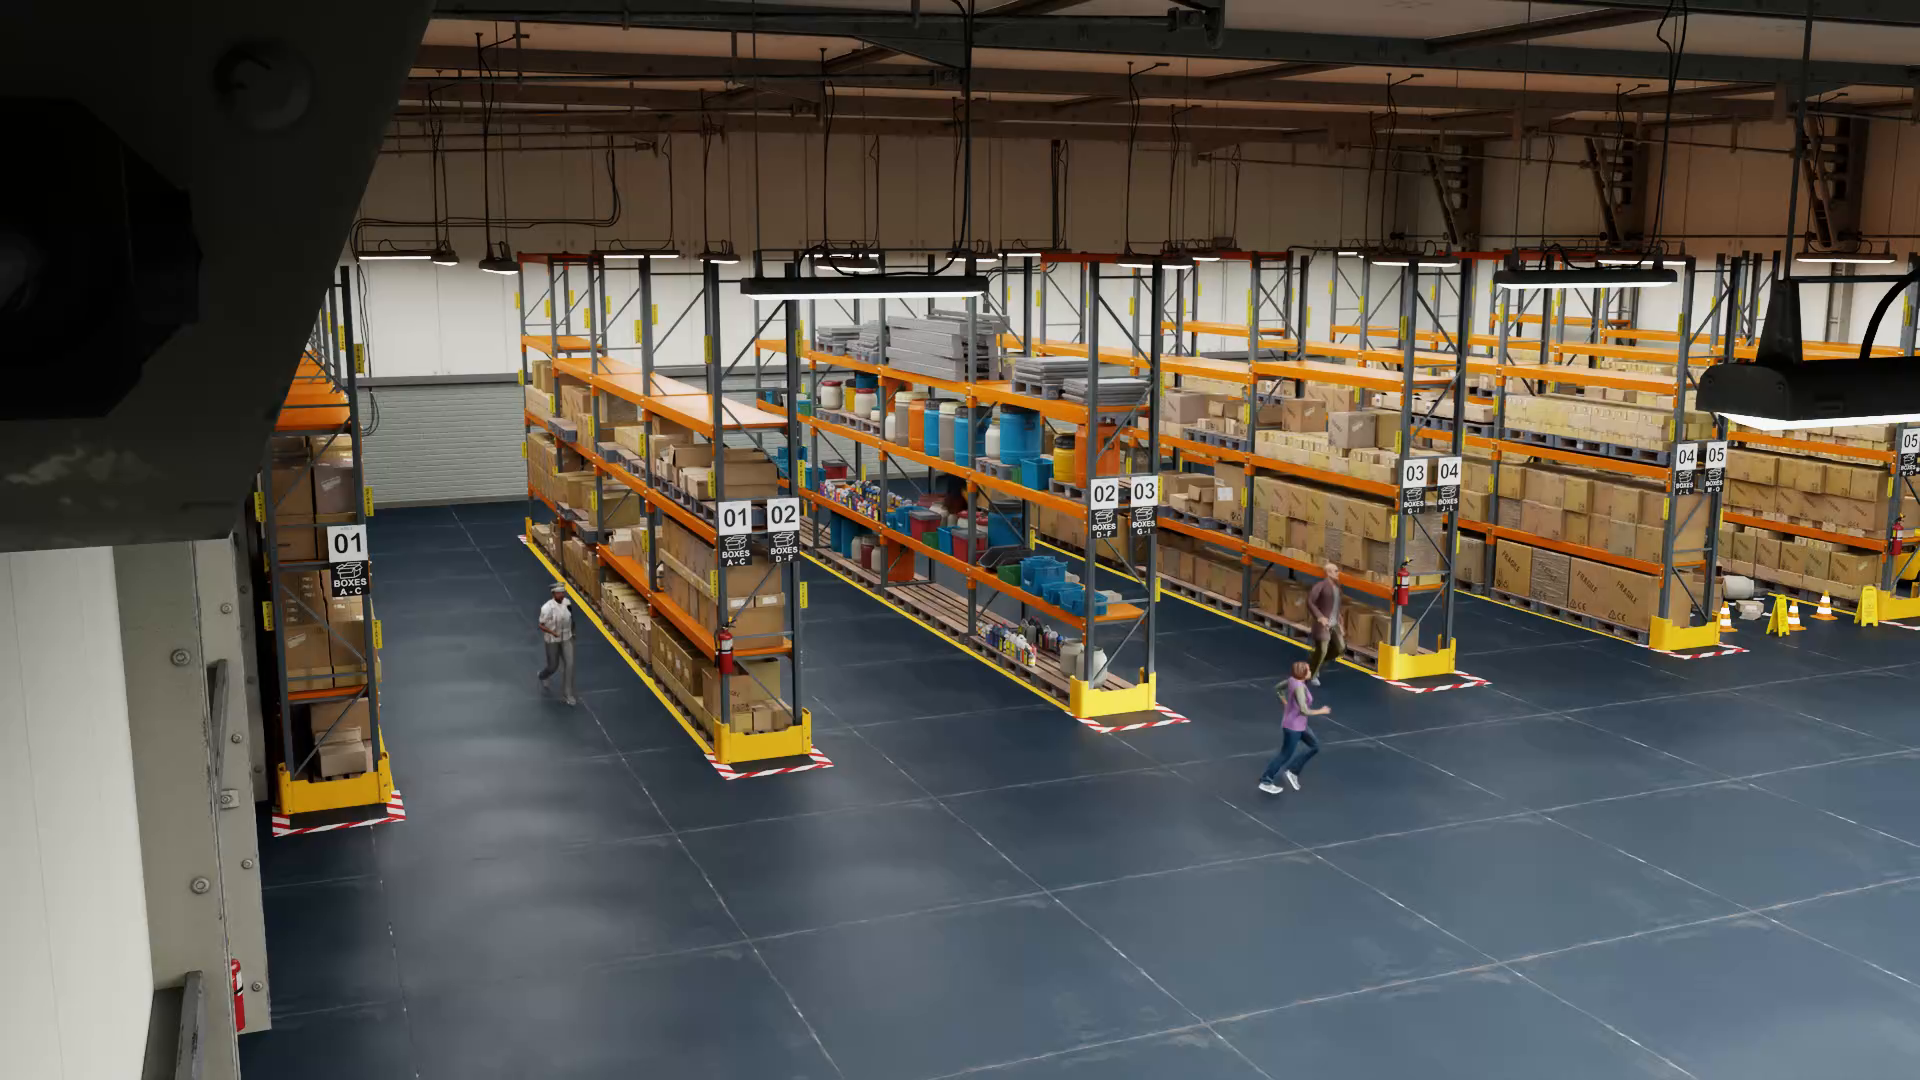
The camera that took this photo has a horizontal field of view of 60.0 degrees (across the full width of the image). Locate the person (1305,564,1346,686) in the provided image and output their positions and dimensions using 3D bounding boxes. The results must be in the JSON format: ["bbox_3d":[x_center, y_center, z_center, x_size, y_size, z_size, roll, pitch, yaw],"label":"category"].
[{"bbox_3d":[5.266,1.197,23.792,0.771,1.726,0.561,-7,12,-33],"label":"person"}]

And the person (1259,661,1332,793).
[{"bbox_3d":[3.826,2.119,18.973,0.789,1.552,0.551,2,10,8],"label":"person"}]

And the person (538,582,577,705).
[{"bbox_3d":[-5.554,1.375,22.908,0.563,1.691,0.869,-8,13,-37],"label":"person"}]
